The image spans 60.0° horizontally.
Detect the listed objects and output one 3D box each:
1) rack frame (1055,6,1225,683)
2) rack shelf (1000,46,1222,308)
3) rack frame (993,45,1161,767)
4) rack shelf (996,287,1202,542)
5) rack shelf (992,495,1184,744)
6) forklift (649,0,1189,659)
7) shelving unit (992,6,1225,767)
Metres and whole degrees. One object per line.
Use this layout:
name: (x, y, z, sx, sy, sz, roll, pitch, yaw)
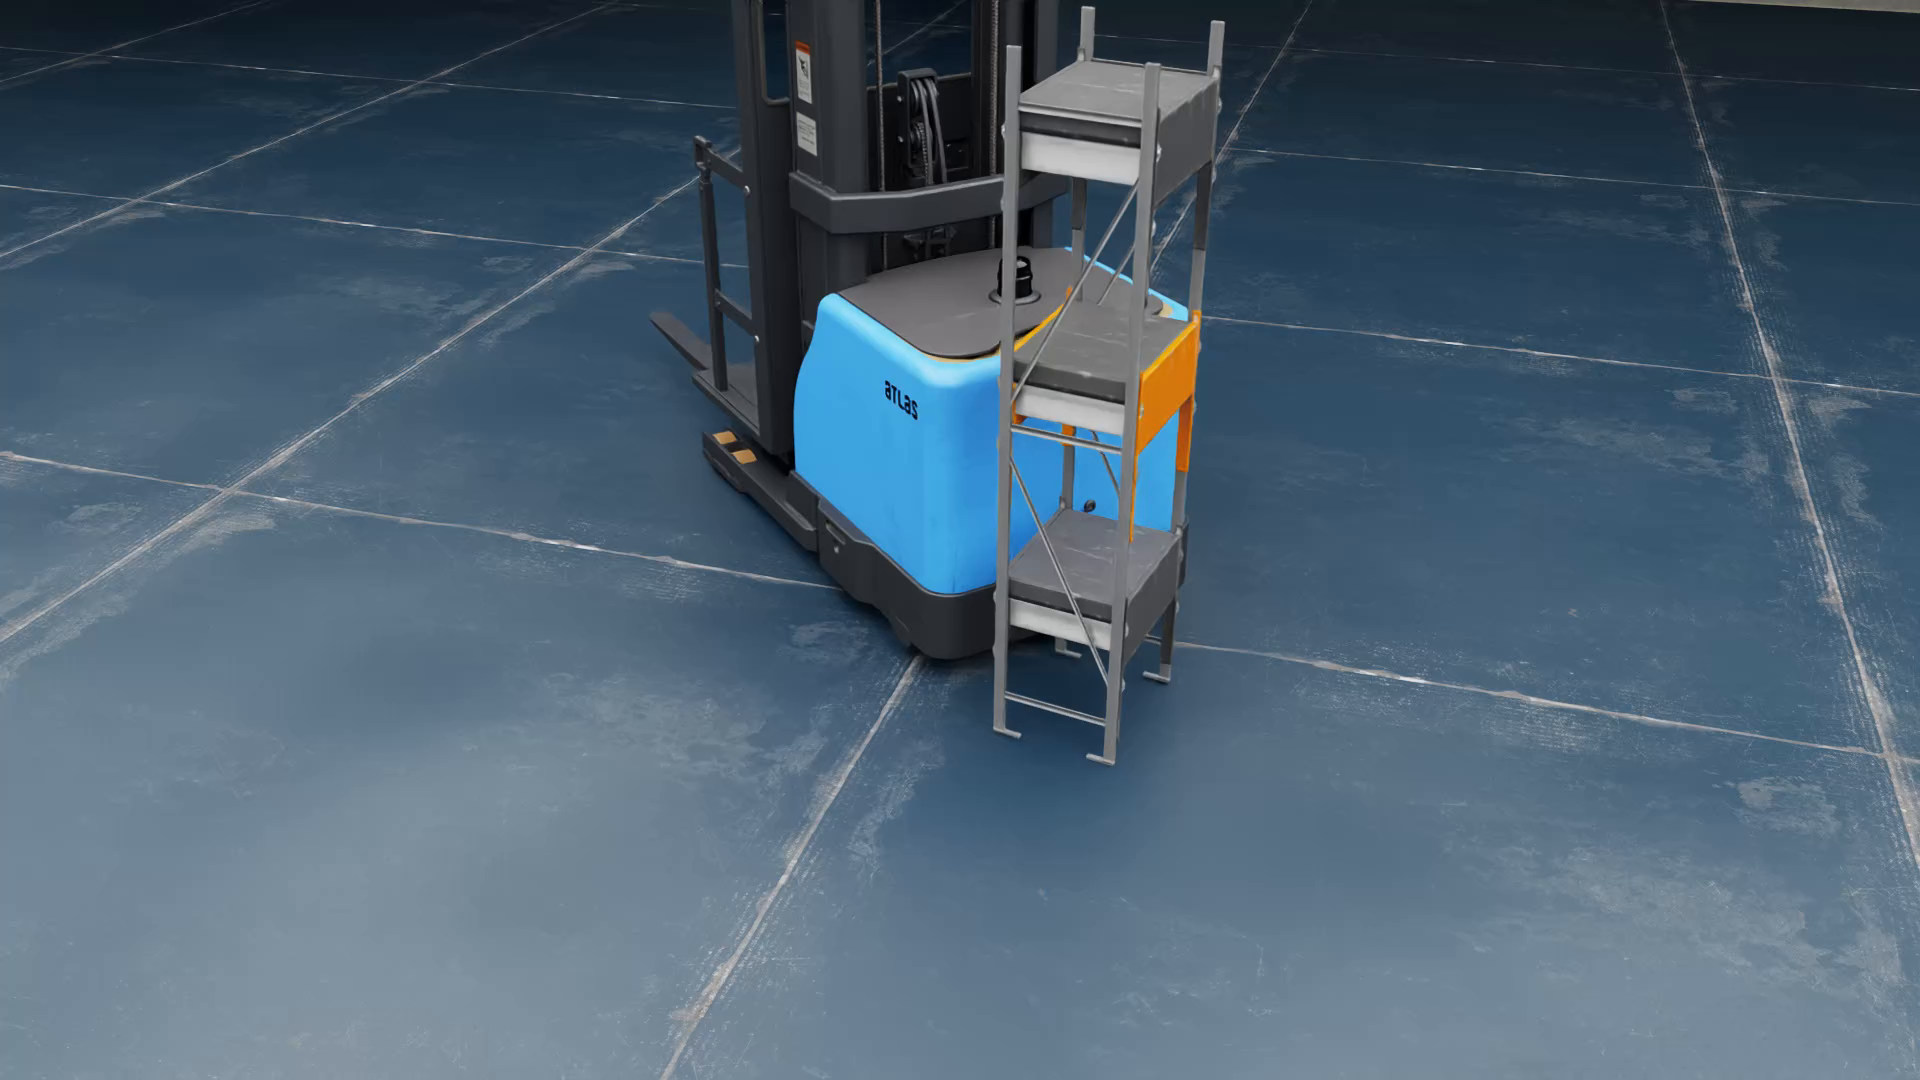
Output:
rack frame: (0.506, -0.491, 4.953, 0.400, 2.100, 0.015, 14, 33, 22)
rack shelf: (0.403, -0.975, 4.418, 0.431, 0.518, 0.480, 14, 33, 22)
rack frame: (0.292, -0.272, 4.573, 0.400, 2.100, 0.015, 14, 33, 22)
rack shelf: (0.399, -0.370, 4.770, 0.431, 0.518, 0.480, 14, 33, 22)
rack shelf: (0.395, 0.235, 5.121, 0.431, 0.518, 0.480, 14, 33, 22)
forklift: (-0.384, -1.574, 6.065, 1.130, 2.935, 3.031, -16, 33, -26)
shelving unit: (0.399, -0.382, 4.763, 0.431, 2.100, 0.503, 14, 33, 22)
